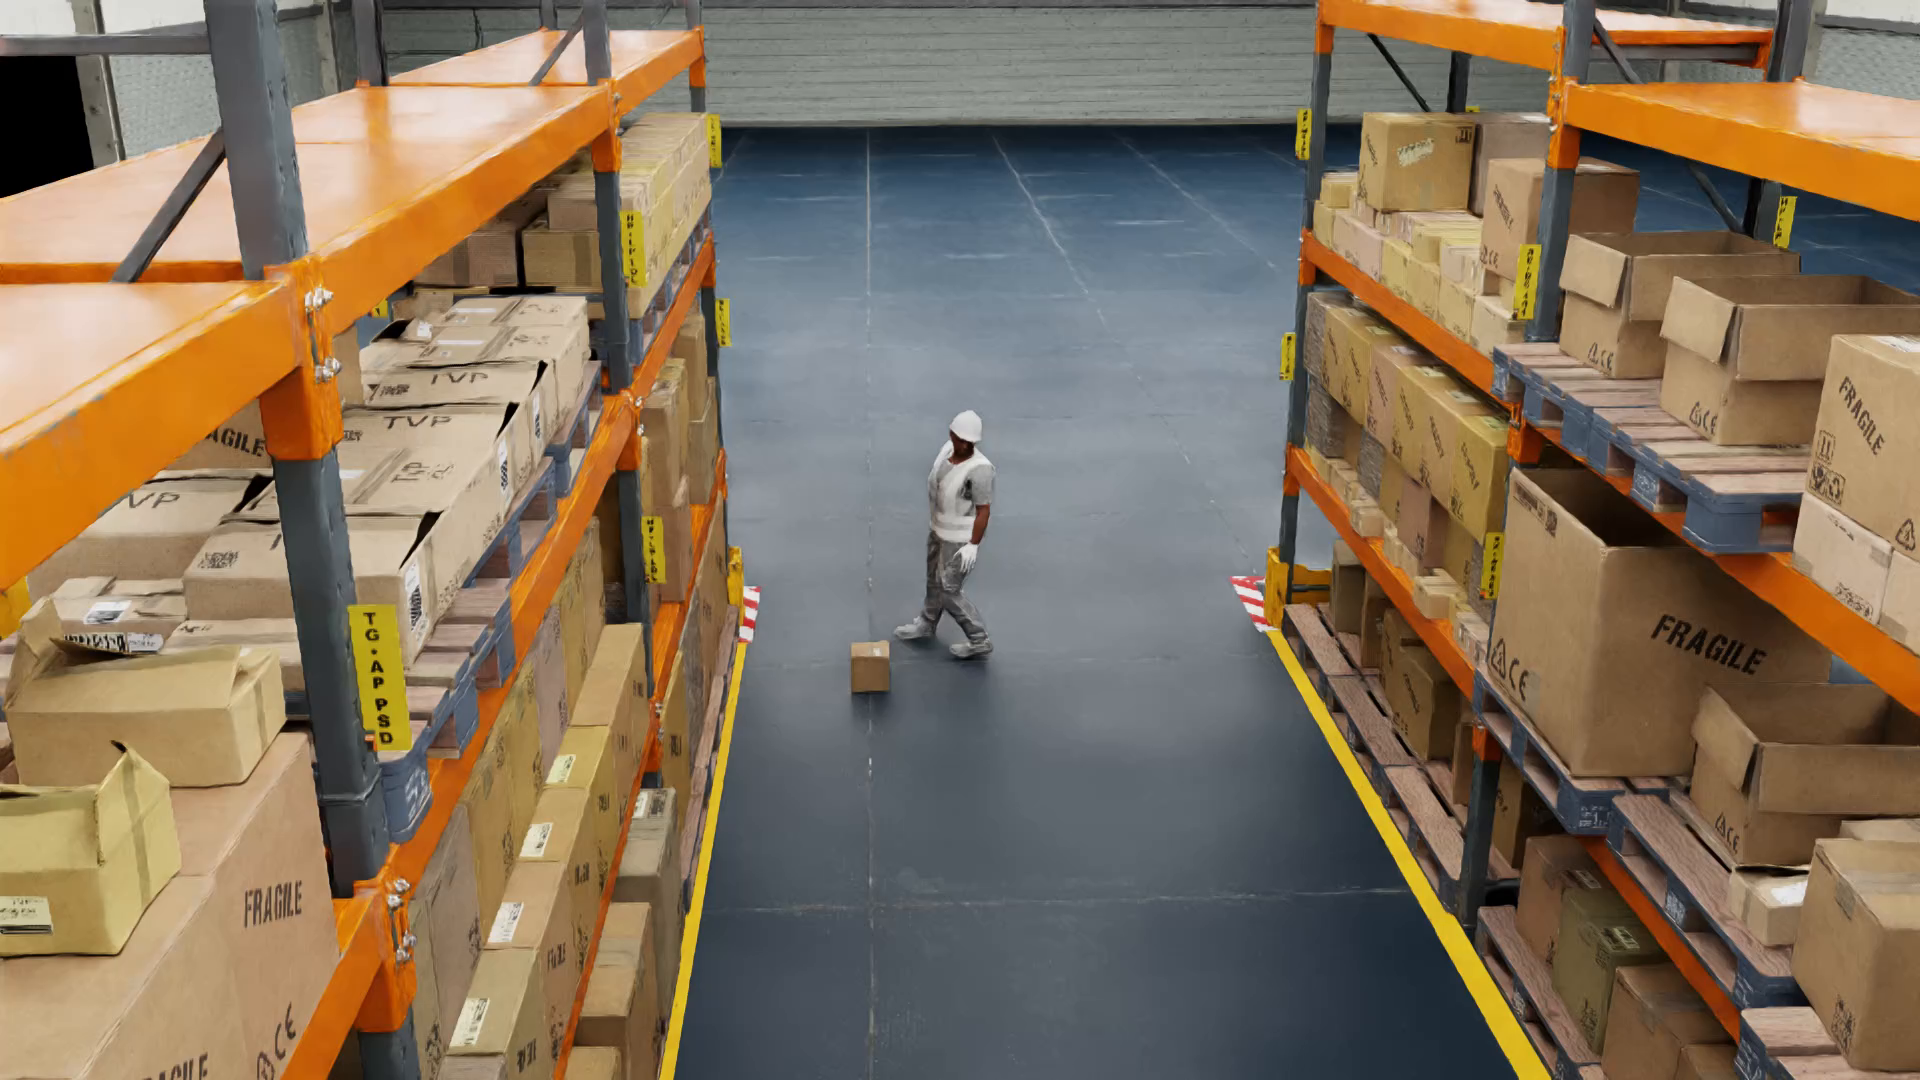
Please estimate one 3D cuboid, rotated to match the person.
[{"bbox_3d":[-0.108,-0.057,11.237,0.520,1.736,0.740,-8,22,-21],"label":"person"}]
